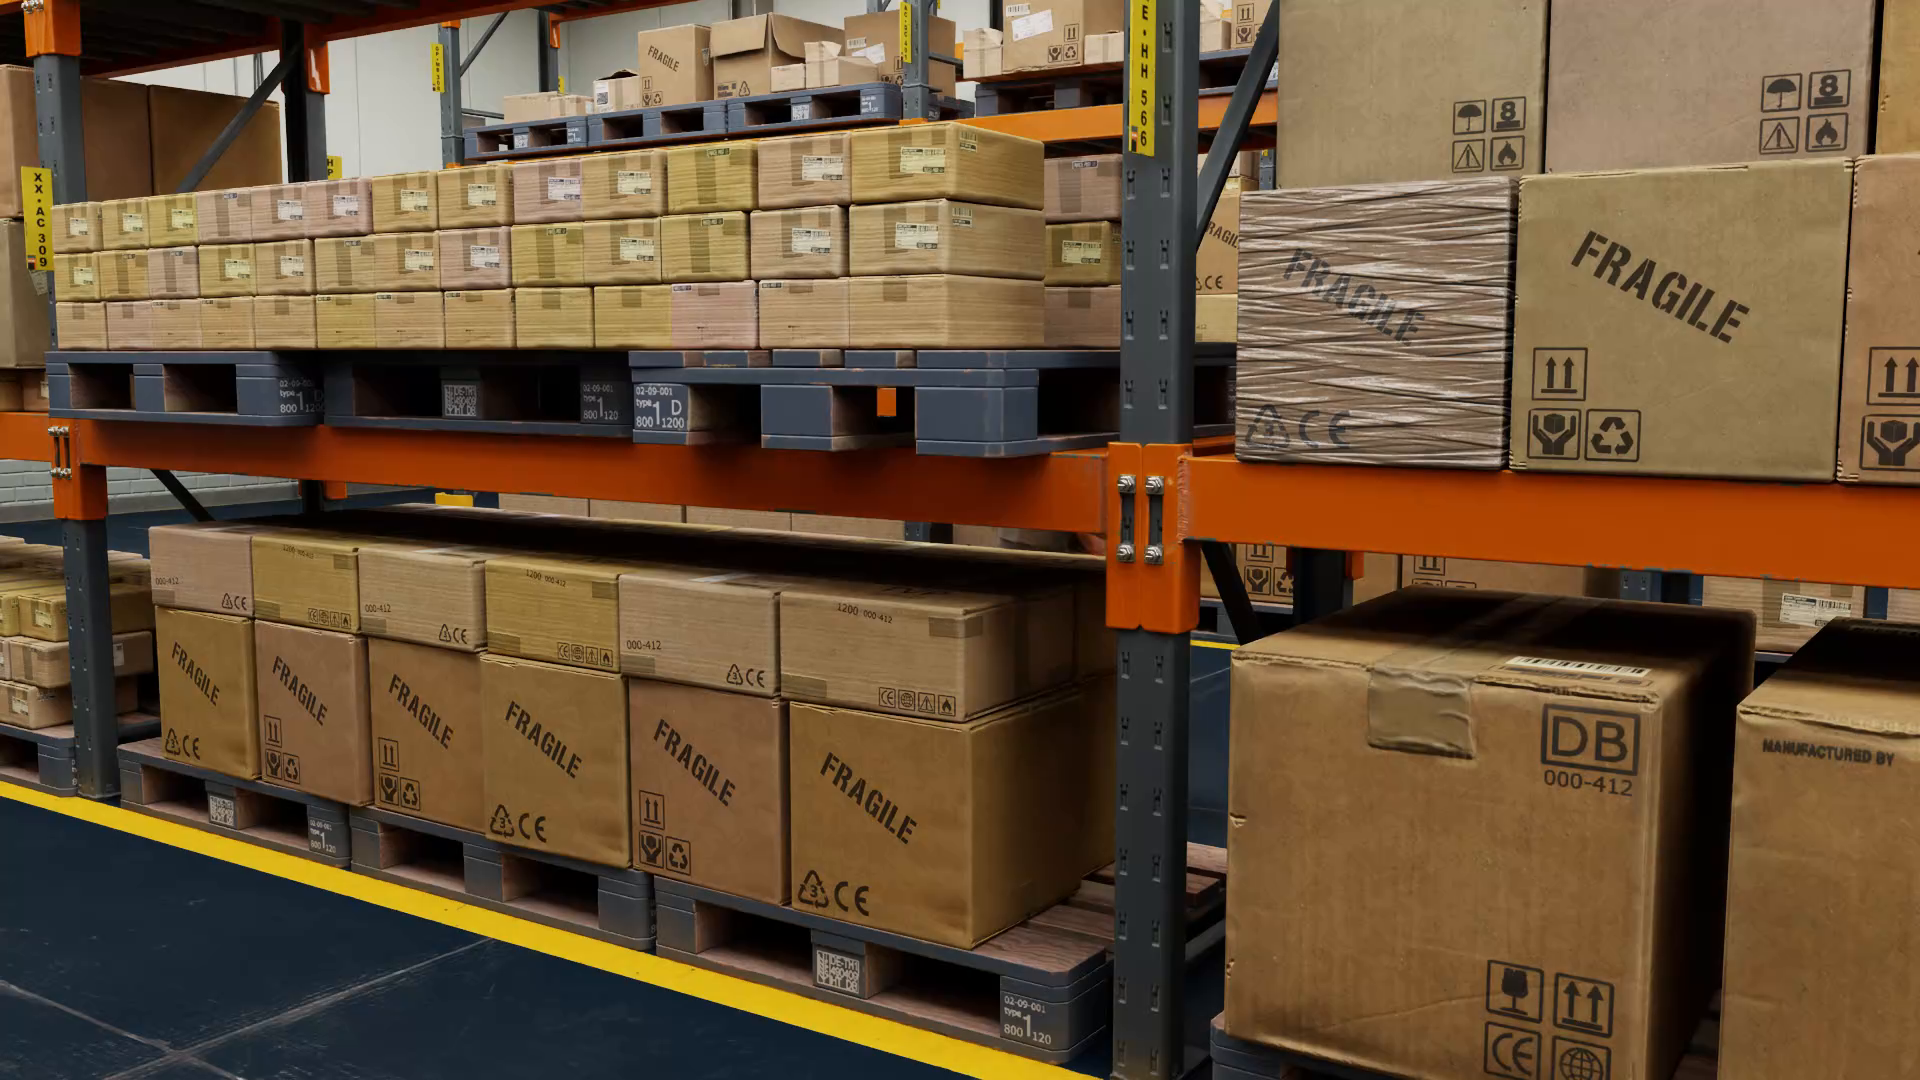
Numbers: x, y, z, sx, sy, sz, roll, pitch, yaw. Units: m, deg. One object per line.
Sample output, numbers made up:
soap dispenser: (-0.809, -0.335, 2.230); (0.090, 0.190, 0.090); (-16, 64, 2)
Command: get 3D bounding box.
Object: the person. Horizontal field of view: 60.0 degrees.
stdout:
person: (0.394, 0.037, 5.704); (0.508, 1.667, 0.410); (4, 8, 33)
